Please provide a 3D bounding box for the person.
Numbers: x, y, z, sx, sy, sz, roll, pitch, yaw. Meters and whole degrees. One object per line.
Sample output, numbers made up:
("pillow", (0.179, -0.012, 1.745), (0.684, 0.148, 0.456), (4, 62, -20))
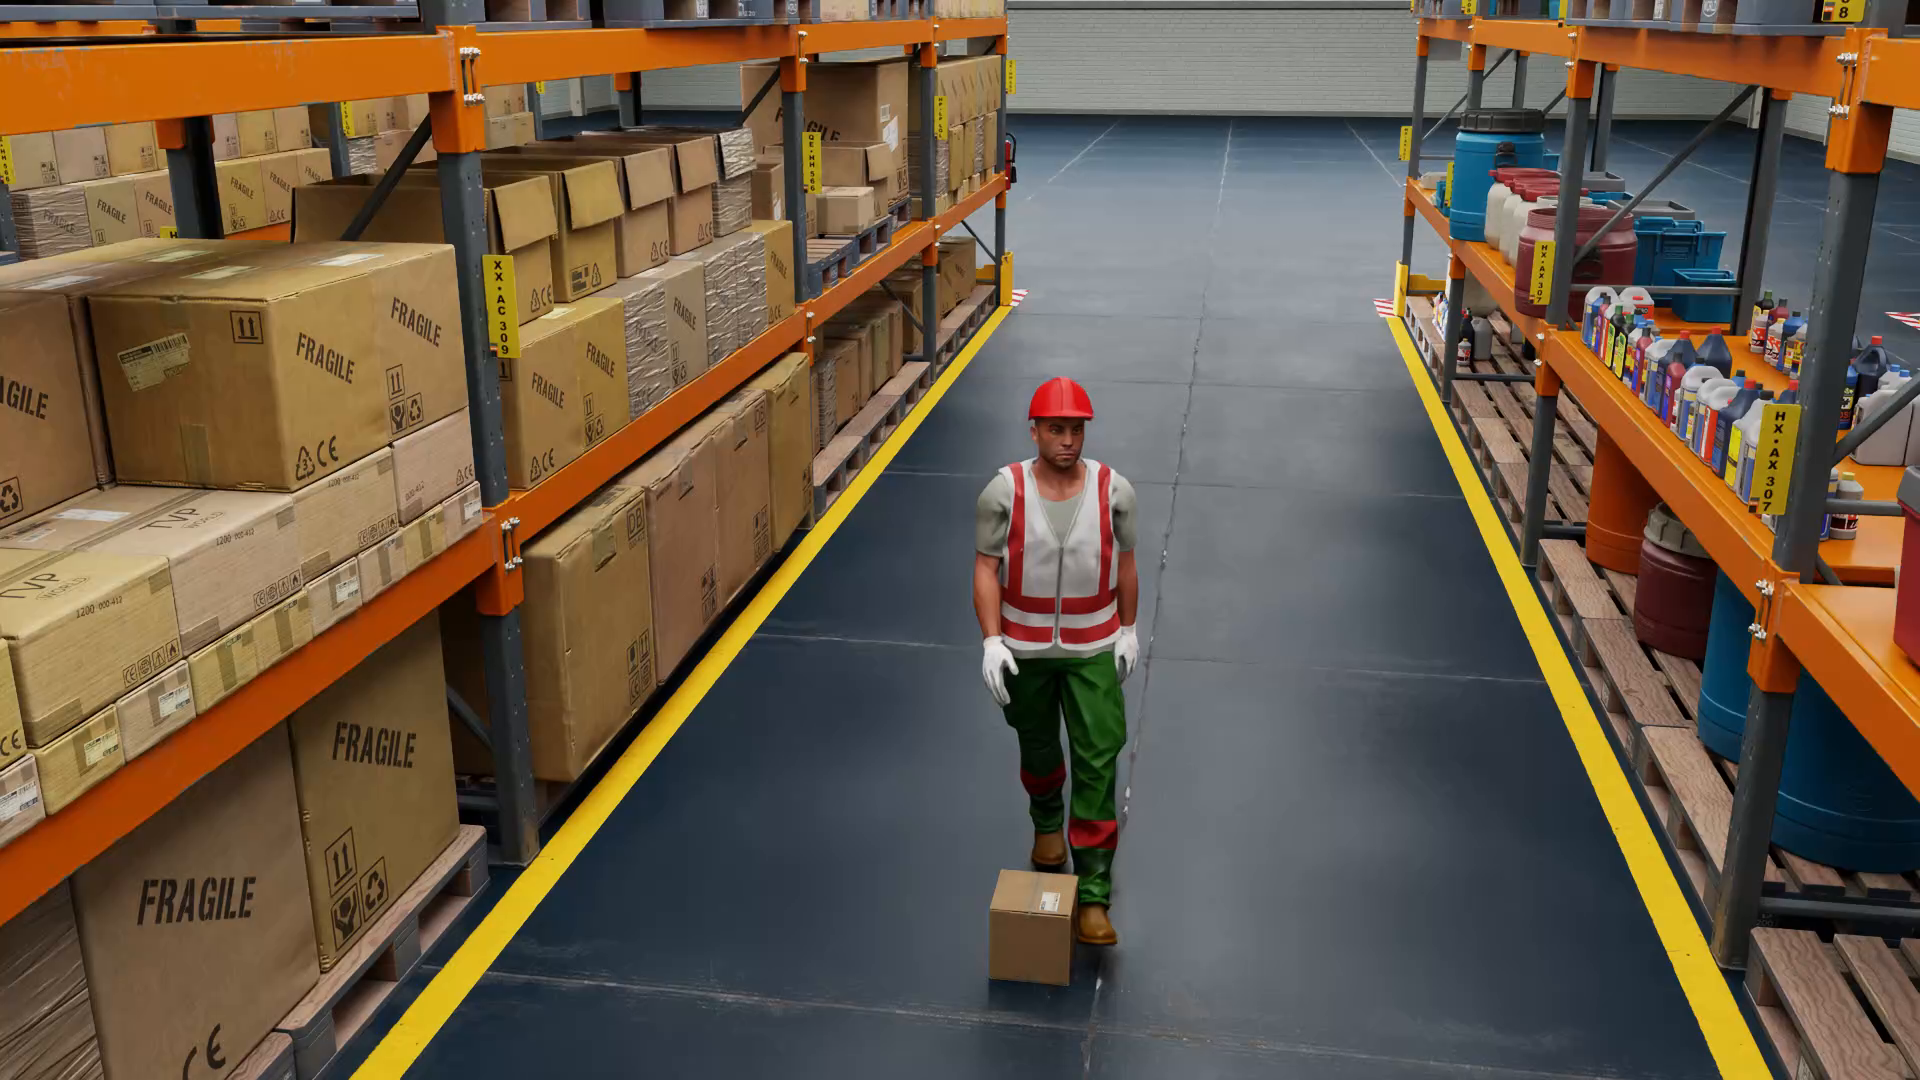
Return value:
("person", (0.309, 0.366, 5.321), (0.547, 1.748, 0.927), (1, 18, 4))
